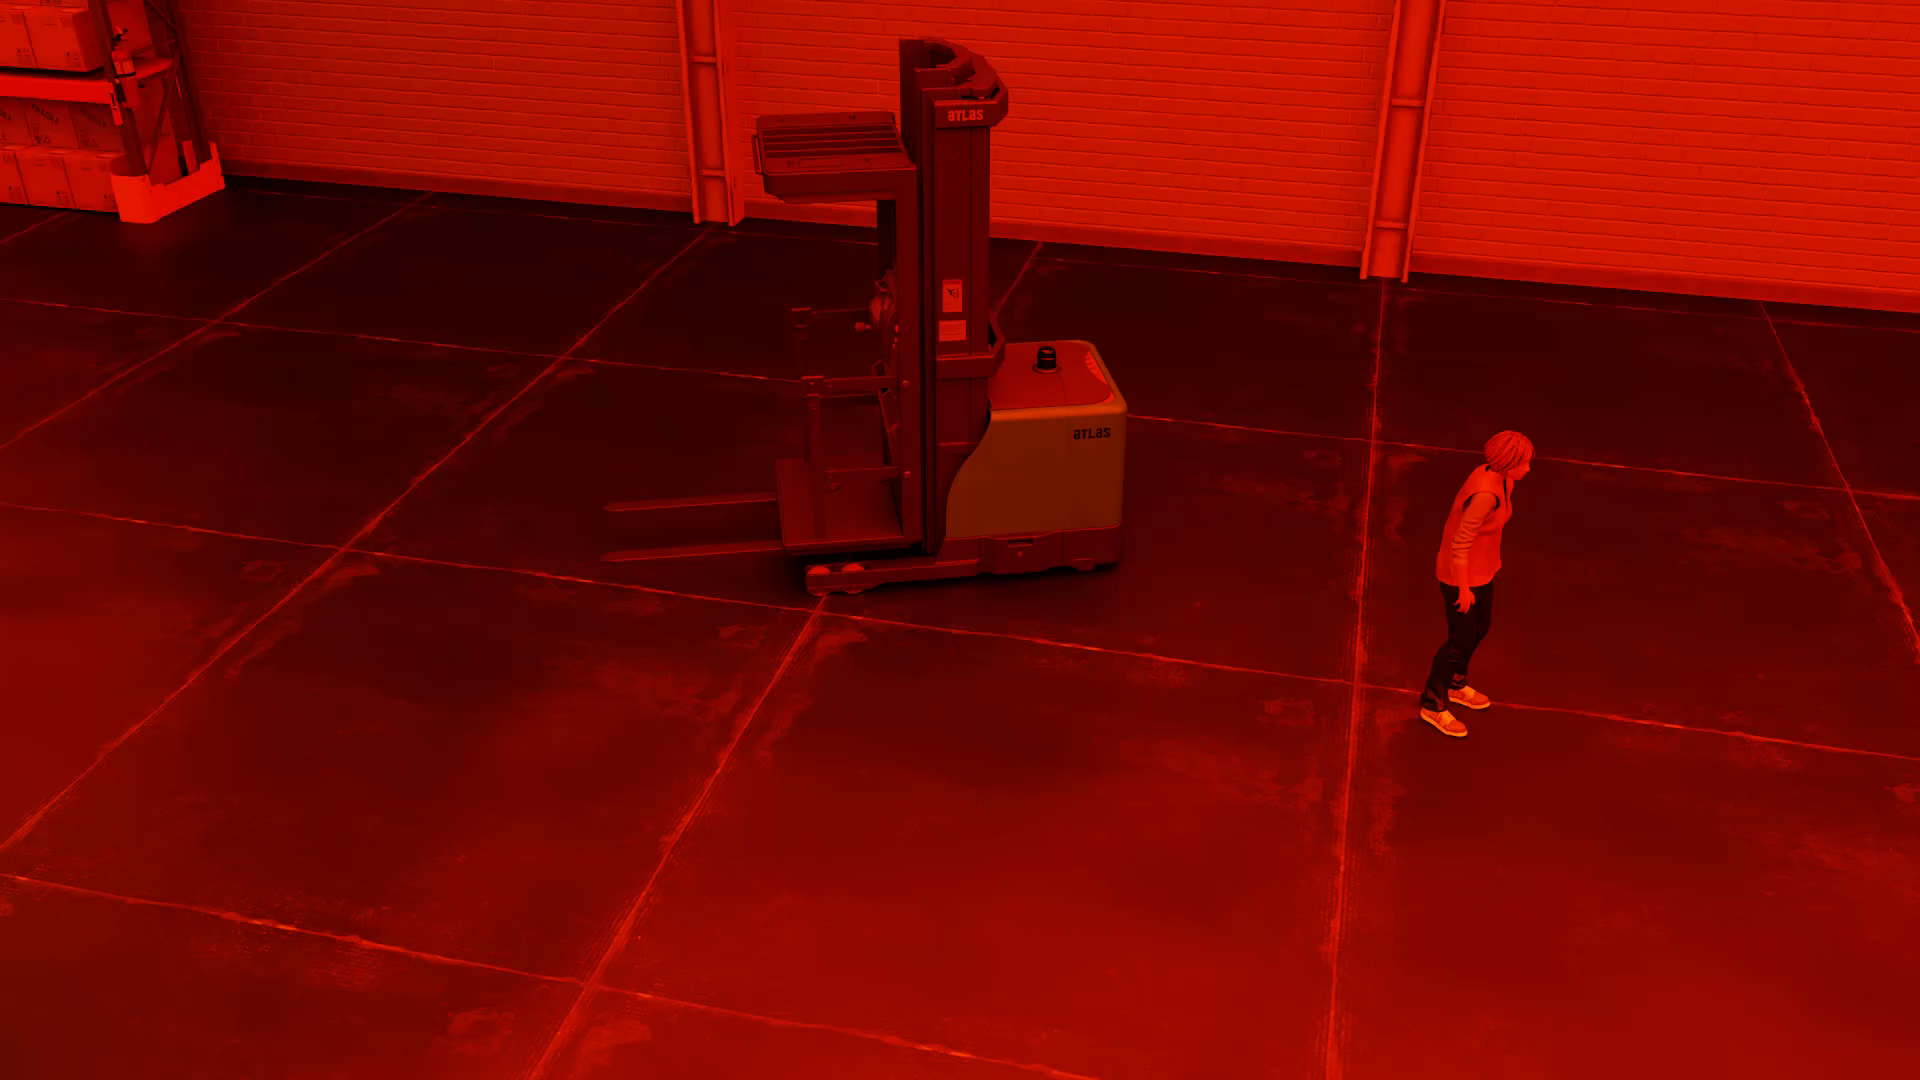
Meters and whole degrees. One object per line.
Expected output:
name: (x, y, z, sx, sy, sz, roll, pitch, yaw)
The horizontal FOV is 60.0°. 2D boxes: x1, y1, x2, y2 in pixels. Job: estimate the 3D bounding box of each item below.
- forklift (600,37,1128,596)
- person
forklift: (-0.602, -1.232, 9.345, 3.031, 2.935, 1.130, -4, 30, -7)
person: (2.530, 0.181, 8.211, 0.345, 1.591, 0.476, 18, 34, 29)
